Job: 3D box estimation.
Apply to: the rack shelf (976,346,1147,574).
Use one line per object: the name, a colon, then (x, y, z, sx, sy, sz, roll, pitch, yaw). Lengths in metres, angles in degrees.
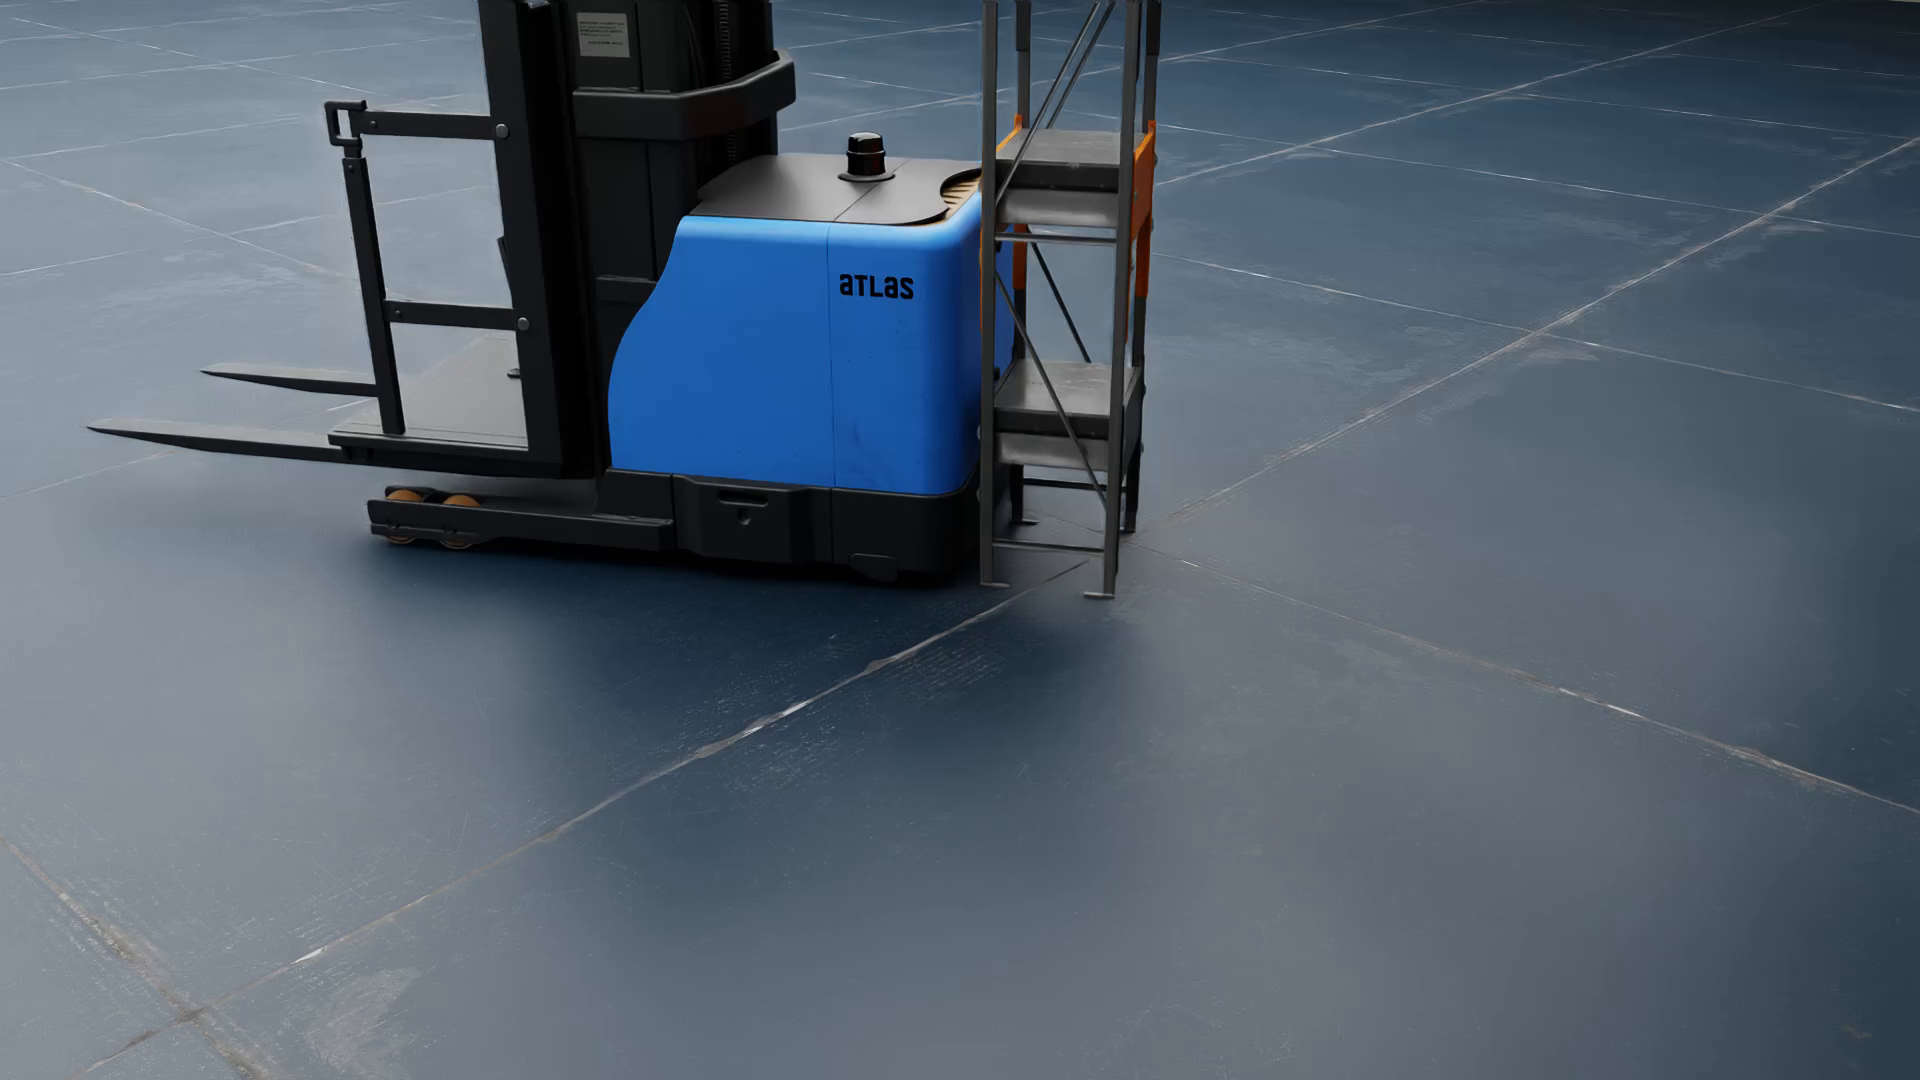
rack shelf: (0.310, -0.250, 4.985, 0.431, 0.518, 0.480, 5, 25, 11)

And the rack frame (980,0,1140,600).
rack frame: (0.257, -0.804, 4.476, 0.400, 2.100, 0.015, 5, 25, 11)

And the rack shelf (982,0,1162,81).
rack shelf: (0.310, -1.527, 4.412, 0.431, 0.518, 0.480, 5, 25, 11)

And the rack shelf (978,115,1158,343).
rack shelf: (0.310, -0.889, 4.699, 0.431, 0.518, 0.480, 5, 25, 11)

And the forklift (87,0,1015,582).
forklift: (-1.369, -1.511, 5.038, 3.031, 2.935, 1.130, 5, 25, 11)

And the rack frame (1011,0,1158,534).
rack frame: (0.363, -0.998, 4.910, 0.400, 2.100, 0.015, 5, 25, 11)

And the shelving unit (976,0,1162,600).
shelving unit: (0.310, -0.901, 4.693, 0.431, 2.100, 0.503, 5, 25, 11)
